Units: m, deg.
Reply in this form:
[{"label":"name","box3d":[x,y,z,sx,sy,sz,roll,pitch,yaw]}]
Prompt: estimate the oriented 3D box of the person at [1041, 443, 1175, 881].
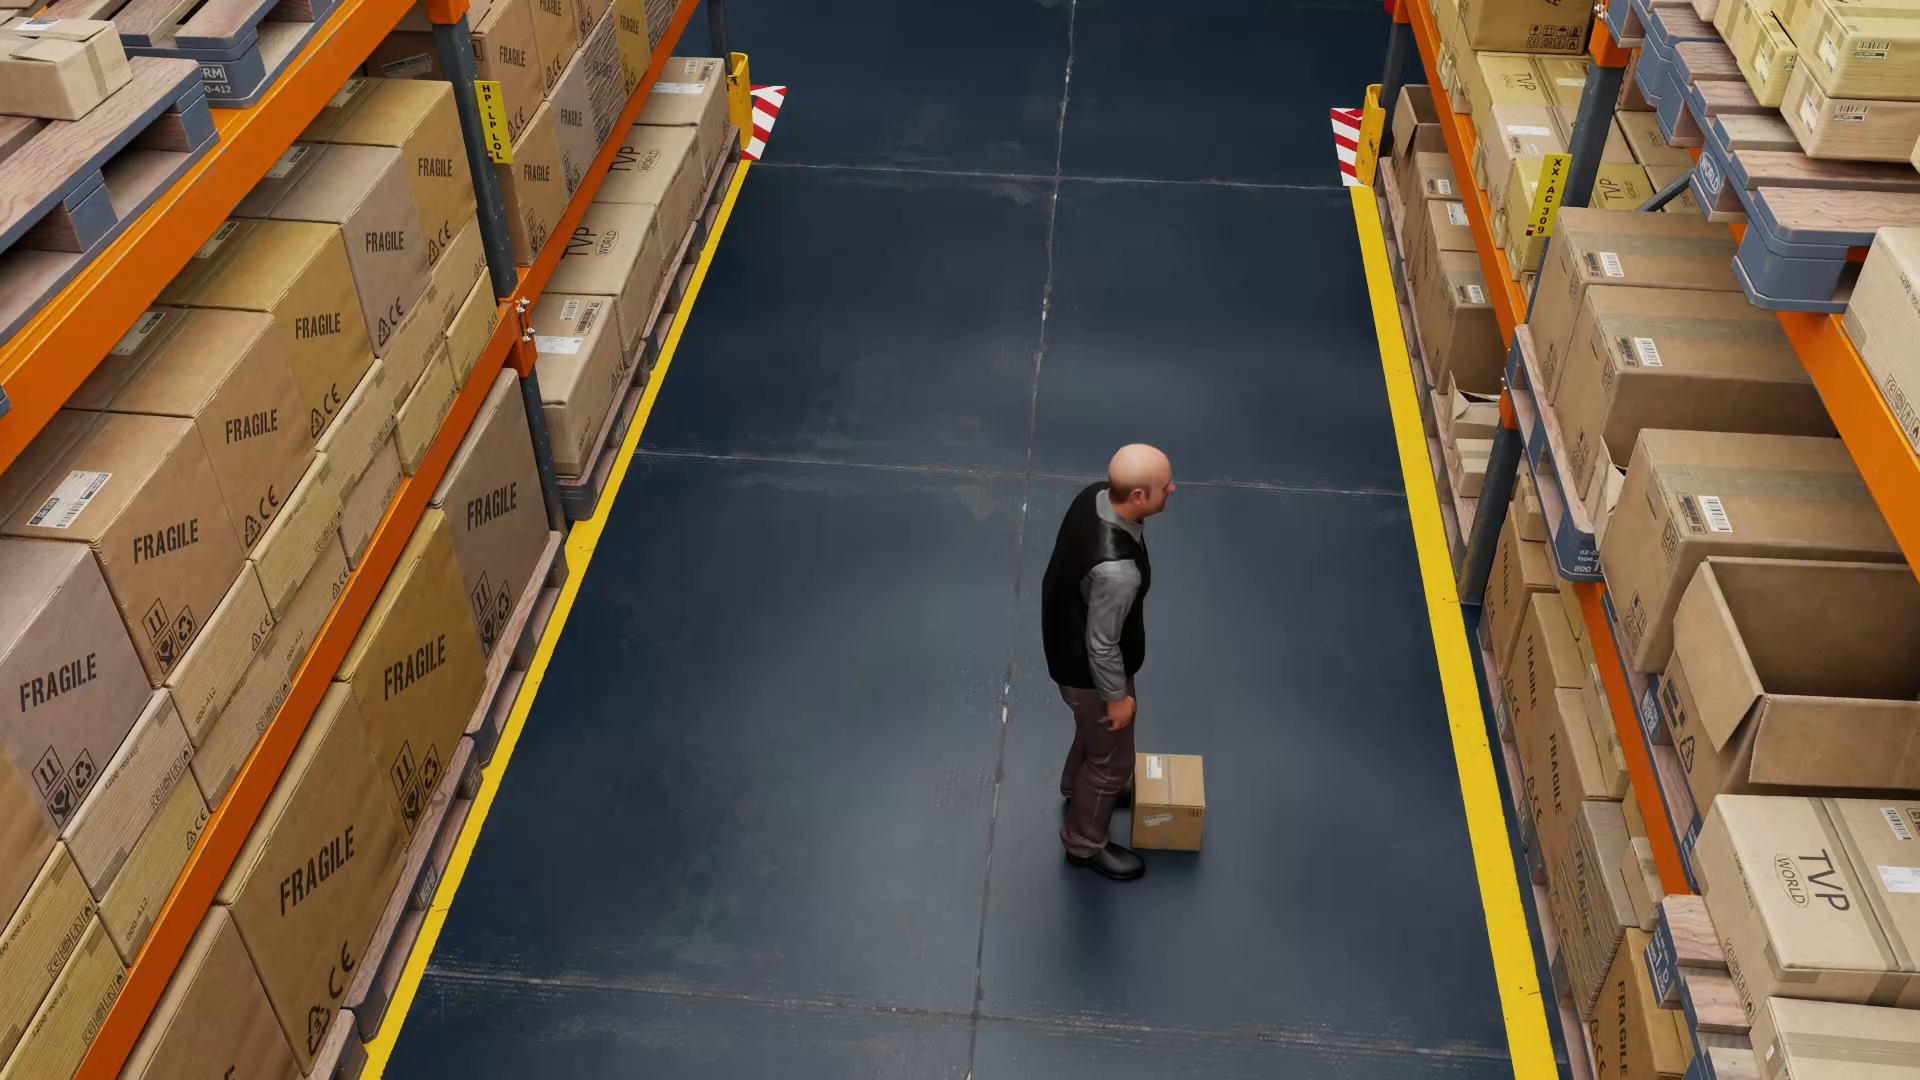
[{"label":"person","box3d":[0.485,0.392,5.705,0.426,1.720,0.585,1,40,1]}]
